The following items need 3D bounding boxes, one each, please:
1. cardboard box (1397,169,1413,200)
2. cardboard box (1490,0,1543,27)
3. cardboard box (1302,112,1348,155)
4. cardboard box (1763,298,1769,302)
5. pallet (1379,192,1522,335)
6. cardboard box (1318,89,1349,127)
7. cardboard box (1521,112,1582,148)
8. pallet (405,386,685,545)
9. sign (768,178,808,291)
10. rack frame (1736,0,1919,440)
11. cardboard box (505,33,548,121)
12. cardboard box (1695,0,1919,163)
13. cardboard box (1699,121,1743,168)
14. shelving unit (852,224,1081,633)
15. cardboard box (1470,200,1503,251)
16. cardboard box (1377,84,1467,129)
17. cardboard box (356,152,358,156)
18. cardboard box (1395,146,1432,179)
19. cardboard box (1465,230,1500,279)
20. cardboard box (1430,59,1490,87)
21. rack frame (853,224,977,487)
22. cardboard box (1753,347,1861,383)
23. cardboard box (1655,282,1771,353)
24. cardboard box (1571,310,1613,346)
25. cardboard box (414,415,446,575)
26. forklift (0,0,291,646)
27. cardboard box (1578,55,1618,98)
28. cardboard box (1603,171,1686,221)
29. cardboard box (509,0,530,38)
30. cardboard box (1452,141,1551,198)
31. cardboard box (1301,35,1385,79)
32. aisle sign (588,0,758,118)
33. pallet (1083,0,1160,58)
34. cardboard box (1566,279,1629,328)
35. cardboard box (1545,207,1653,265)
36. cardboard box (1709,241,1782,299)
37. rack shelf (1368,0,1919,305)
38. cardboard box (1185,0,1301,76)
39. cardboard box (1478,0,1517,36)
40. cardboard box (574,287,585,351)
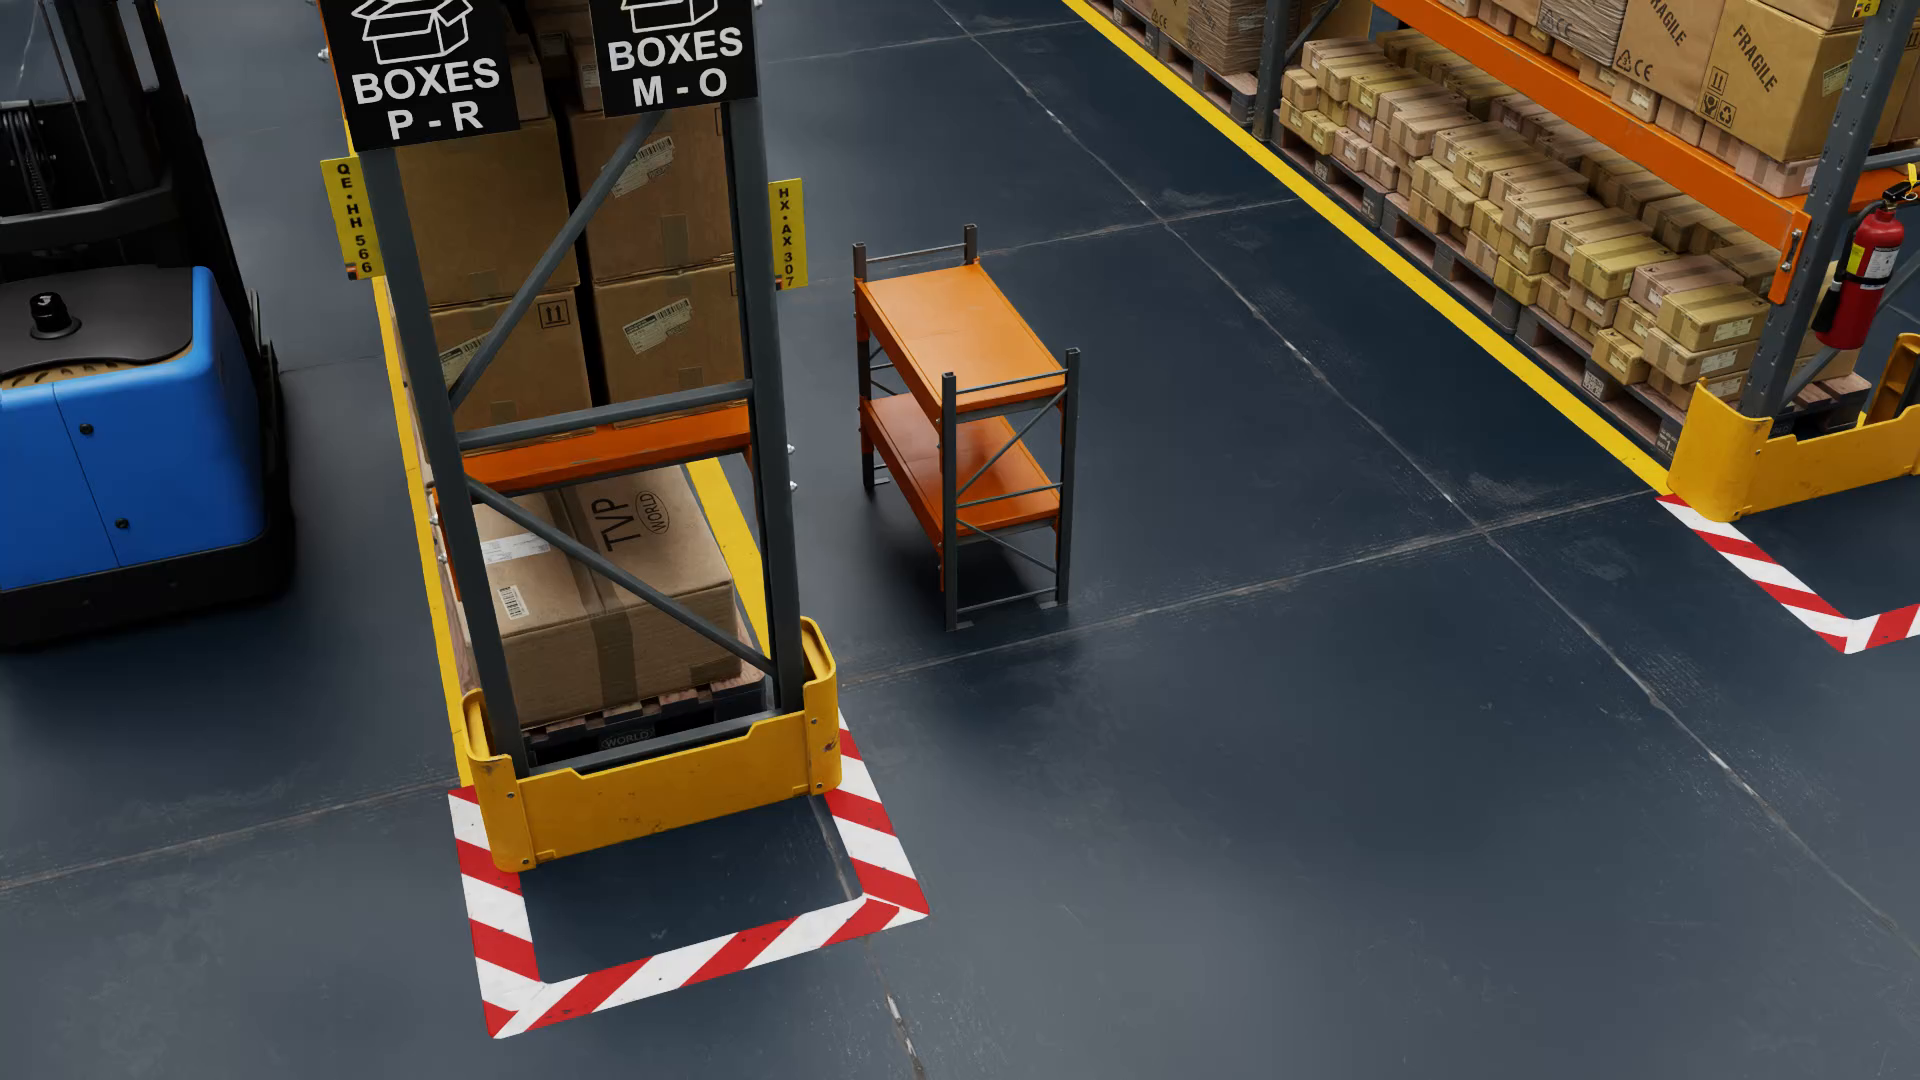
[{"bbox_3d":[2.546,-1.891,8.788,0.380,0.149,0.250,-14,39,-18],"label":"cardboard box"},{"bbox_3d":[2.700,-2.652,7.447,0.500,0.500,0.500,-11,38,-14],"label":"cardboard box"},{"bbox_3d":[2.152,-2.298,9.329,0.380,0.149,0.250,-11,38,-15],"label":"cardboard box"},{"bbox_3d":[3.633,-1.096,7.485,0.380,0.149,0.250,-13,39,-16],"label":"cardboard box"},{"bbox_3d":[2.925,-1.516,8.587,1.003,0.211,1.213,-12,39,-16],"label":"pallet"},{"bbox_3d":[2.233,-2.444,9.275,0.380,0.149,0.250,-12,39,-16],"label":"cardboard box"},{"bbox_3d":[3.122,-2.090,8.557,0.380,0.149,0.250,-14,39,-18],"label":"cardboard box"},{"bbox_3d":[-1.764,-0.360,7.053,1.003,0.211,1.213,-12,39,-16],"label":"pallet"},{"bbox_3d":[-0.476,-0.839,4.586,0.100,0.325,0.005,-12,39,-16],"label":"sign"},{"bbox_3d":[3.614,-1.432,6.158,1.000,3.000,0.127,-12,39,-16],"label":"rack frame"},{"bbox_3d":[-1.311,-1.210,4.410,0.380,0.149,0.250,-12,39,-15],"label":"cardboard box"},{"bbox_3d":[3.217,-1.792,6.305,0.500,0.500,0.500,-12,39,-15],"label":"cardboard box"},{"bbox_3d":[3.186,-1.606,6.598,0.380,0.149,0.250,-13,39,-16],"label":"cardboard box"},{"bbox_3d":[0.002,-0.445,6.407,0.538,1.125,1.048,-12,39,-16],"label":"shelving unit"},{"bbox_3d":[2.722,-1.551,8.089,0.380,0.149,0.250,-11,38,-14],"label":"cardboard box"},{"bbox_3d":[2.445,-2.278,8.807,0.380,0.149,0.250,-13,39,-17],"label":"cardboard box"},{"bbox_3d":[-1.596,-1.302,5.071,0.500,0.500,0.500,-12,39,-16],"label":"cardboard box"},{"bbox_3d":[2.513,-2.001,8.686,0.380,0.149,0.250,-11,38,-14],"label":"cardboard box"},{"bbox_3d":[2.724,-1.433,8.180,0.380,0.149,0.250,-12,39,-15],"label":"cardboard box"},{"bbox_3d":[2.822,-2.536,9.150,0.380,0.149,0.250,-13,39,-16],"label":"cardboard box"},{"bbox_3d":[-0.173,-0.733,6.788,0.500,1.125,0.032,-12,39,-16],"label":"rack frame"},{"bbox_3d":[3.734,-0.824,7.371,0.380,0.149,0.250,-12,39,-15],"label":"cardboard box"},{"bbox_3d":[3.194,-0.945,7.038,0.380,0.149,0.250,-12,39,-15],"label":"cardboard box"},{"bbox_3d":[3.043,-1.007,7.614,0.380,0.149,0.250,-13,39,-16],"label":"cardboard box"},{"bbox_3d":[-1.643,-0.362,6.518,0.875,0.438,0.875,-11,38,-15],"label":"cardboard box"},{"bbox_3d":[-3.603,-1.668,6.529,1.130,2.935,3.031,-13,39,-16],"label":"forklift"},{"bbox_3d":[2.913,-2.039,7.172,0.380,0.149,0.250,-14,39,-18],"label":"cardboard box"},{"bbox_3d":[3.328,-1.646,7.969,0.380,0.149,0.250,-11,38,-14],"label":"cardboard box"},{"bbox_3d":[-1.081,-1.410,5.215,0.500,0.500,0.500,-13,39,-17],"label":"cardboard box"},{"bbox_3d":[2.675,-1.833,8.216,0.380,0.149,0.250,-12,39,-16],"label":"cardboard box"},{"bbox_3d":[2.161,-2.721,9.395,0.380,0.149,0.250,-11,38,-14],"label":"cardboard box"},{"bbox_3d":[-0.702,-1.408,3.965,0.394,0.787,0.004,-12,39,-16],"label":"aisle sign"},{"bbox_3d":[1.544,-3.708,11.497,1.003,0.211,1.213,-12,39,-16],"label":"pallet"},{"bbox_3d":[2.984,-1.112,7.507,0.380,0.149,0.250,-14,39,-18],"label":"cardboard box"},{"bbox_3d":[2.923,-1.379,7.613,0.380,0.149,0.250,-14,39,-18],"label":"cardboard box"},{"bbox_3d":[3.545,-1.196,7.371,0.380,0.149,0.250,-12,39,-15],"label":"cardboard box"},{"bbox_3d":[2.925,-2.275,7.875,1.077,0.370,4.000,-12,39,-16],"label":"rack shelf"},{"bbox_3d":[1.746,-3.227,10.270,0.500,0.500,0.500,-13,39,-17],"label":"cardboard box"},{"bbox_3d":[2.662,-2.488,7.769,0.380,0.149,0.250,-11,38,-14],"label":"cardboard box"},{"bbox_3d":[-1.095,-1.001,5.502,0.500,0.500,0.500,-13,39,-17],"label":"cardboard box"}]
